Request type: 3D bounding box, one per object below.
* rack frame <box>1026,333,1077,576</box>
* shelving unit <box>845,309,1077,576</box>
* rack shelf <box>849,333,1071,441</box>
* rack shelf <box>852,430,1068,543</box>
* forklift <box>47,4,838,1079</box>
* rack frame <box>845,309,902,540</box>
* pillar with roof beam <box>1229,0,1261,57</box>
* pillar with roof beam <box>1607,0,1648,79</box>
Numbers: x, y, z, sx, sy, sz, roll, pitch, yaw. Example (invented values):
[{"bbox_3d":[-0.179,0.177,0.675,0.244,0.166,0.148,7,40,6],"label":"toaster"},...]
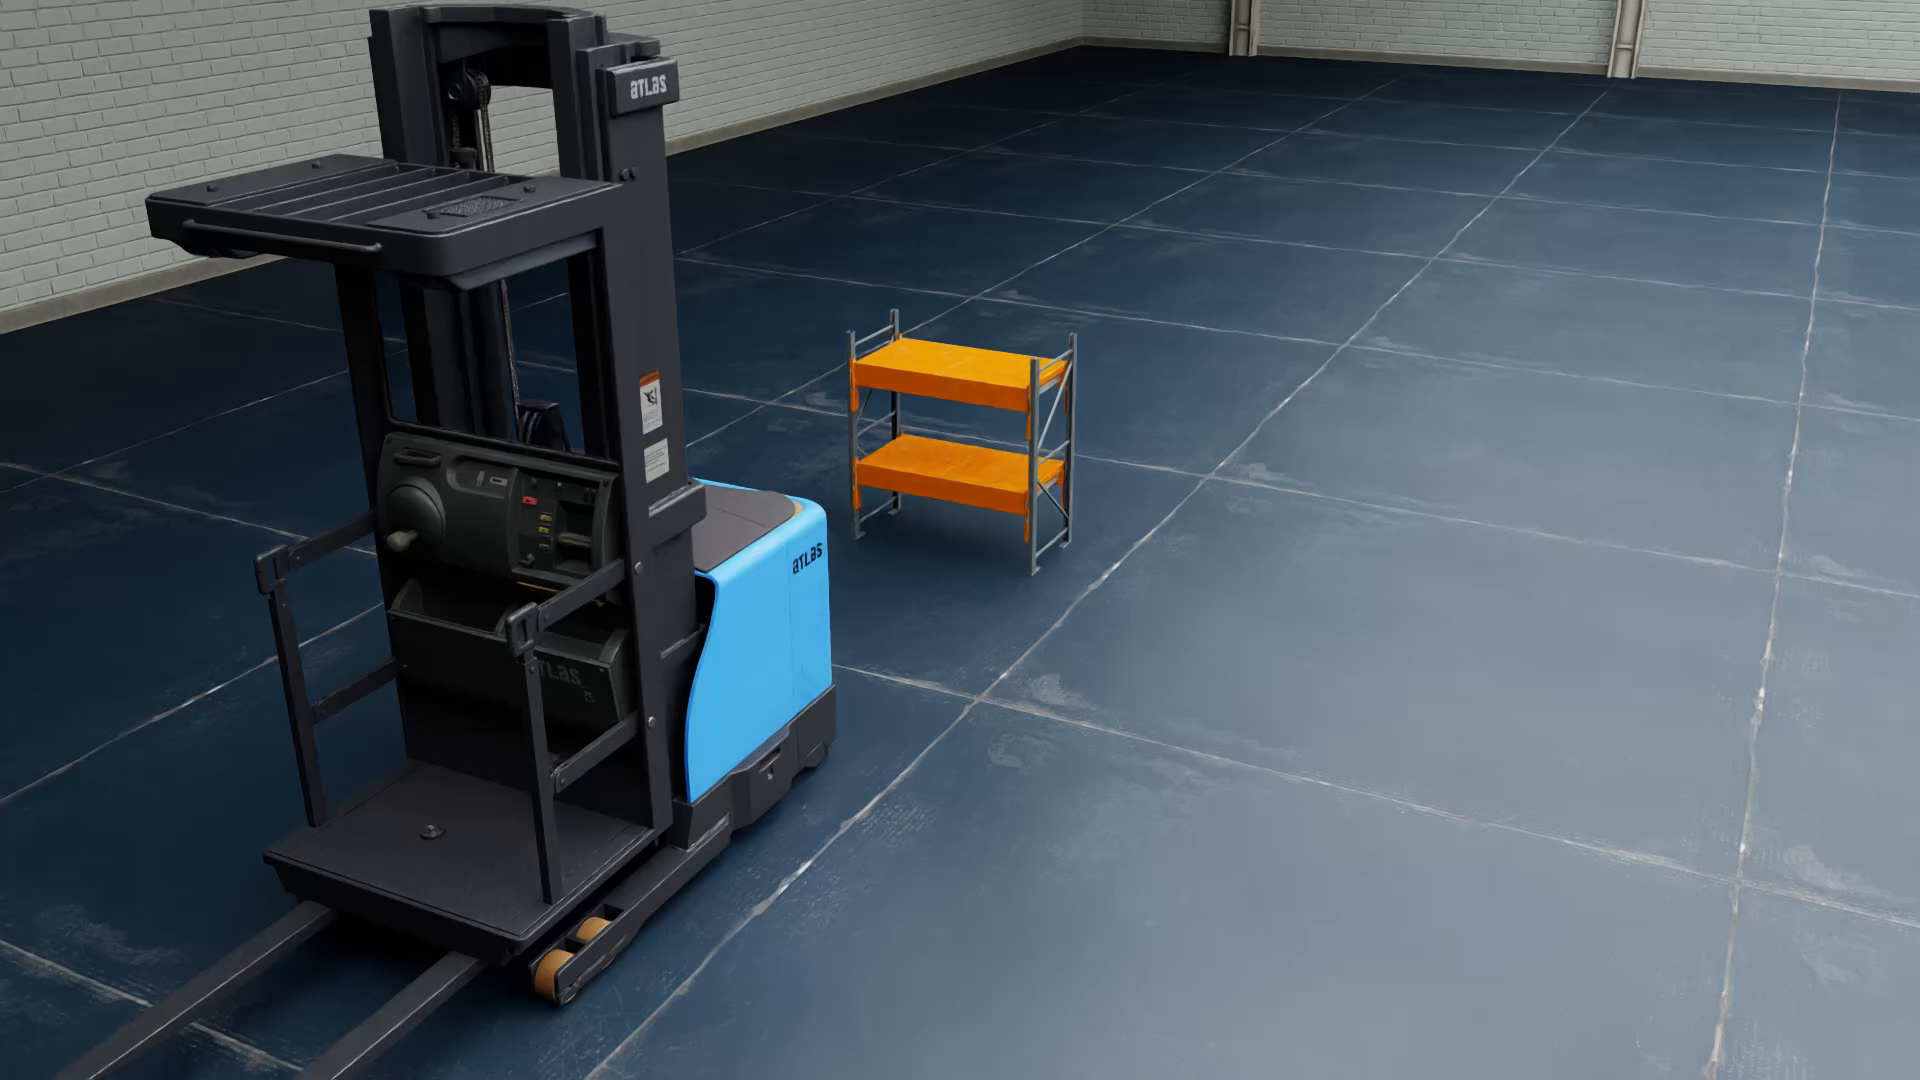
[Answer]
[{"bbox_3d":[0.460,-0.427,8.316,0.032,1.125,0.500,11,25,25],"label":"rack frame"},{"bbox_3d":[0.006,-0.516,8.527,1.048,1.125,0.538,11,25,25],"label":"shelving unit"},{"bbox_3d":[0.006,-0.786,8.413,1.000,0.278,0.538,11,25,25],"label":"rack shelf"},{"bbox_3d":[0.006,-0.291,8.623,1.000,0.278,0.538,11,25,25],"label":"rack shelf"},{"bbox_3d":[-1.596,-0.073,5.176,1.130,2.935,3.031,11,25,24],"label":"forklift"},{"bbox_3d":[-0.448,-0.606,8.738,0.032,1.125,0.500,11,25,25],"label":"rack frame"},{"bbox_3d":[2.792,-10.759,22.551,0.400,9.000,9.100,11,25,25],"label":"pillar with roof beam"},{"bbox_3d":[8.147,-9.700,20.060,0.400,9.000,9.100,11,25,25],"label":"pillar with roof beam"}]
